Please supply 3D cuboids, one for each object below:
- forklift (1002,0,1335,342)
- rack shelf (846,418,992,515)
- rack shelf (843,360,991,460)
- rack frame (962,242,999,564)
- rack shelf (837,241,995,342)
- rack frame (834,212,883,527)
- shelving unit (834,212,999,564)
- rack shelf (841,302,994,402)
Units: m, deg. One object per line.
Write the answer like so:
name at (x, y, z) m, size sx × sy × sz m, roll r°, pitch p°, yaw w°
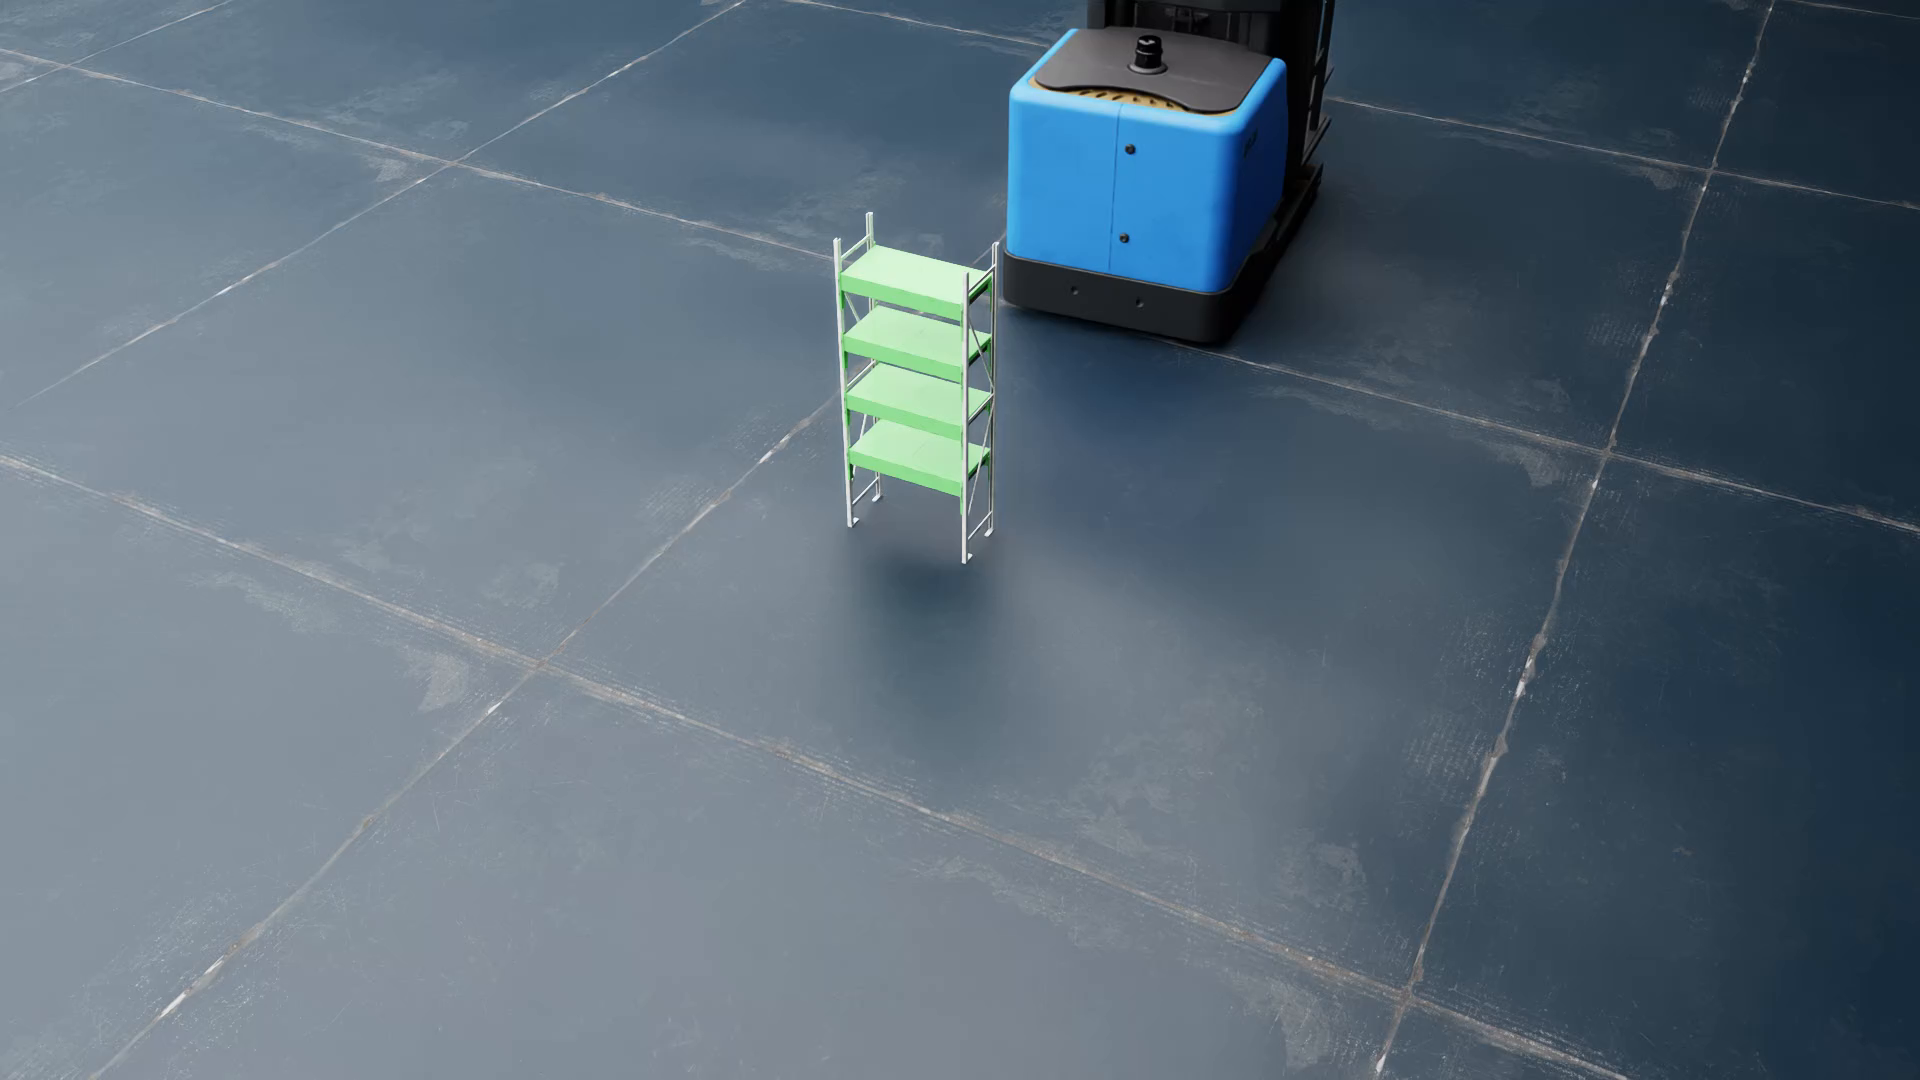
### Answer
forklift at (1.225, -2.920, 7.673) m, size 1.130 × 2.935 × 3.031 m, roll 14°, pitch 39°, yaw 18°
rack shelf at (-0.147, -0.282, 6.132) m, size 0.480 × 0.148 × 0.258 m, roll 17°, pitch 41°, yaw 21°
rack shelf at (-0.147, -0.473, 5.987) m, size 0.480 × 0.148 × 0.258 m, roll 17°, pitch 41°, yaw 21°
rack frame at (0.070, -0.456, 5.858) m, size 0.015 × 1.200 × 0.240 m, roll 17°, pitch 41°, yaw 21°
rack shelf at (-0.147, -0.855, 5.696) m, size 0.480 × 0.148 × 0.258 m, roll 17°, pitch 41°, yaw 21°
rack frame at (-0.364, -0.592, 6.037) m, size 0.015 × 1.200 × 0.240 m, roll 17°, pitch 41°, yaw 21°
shelving unit at (-0.147, -0.524, 5.948) m, size 0.503 × 1.200 × 0.258 m, roll 17°, pitch 41°, yaw 21°
rack shelf at (-0.147, -0.664, 5.841) m, size 0.480 × 0.148 × 0.258 m, roll 17°, pitch 41°, yaw 21°
